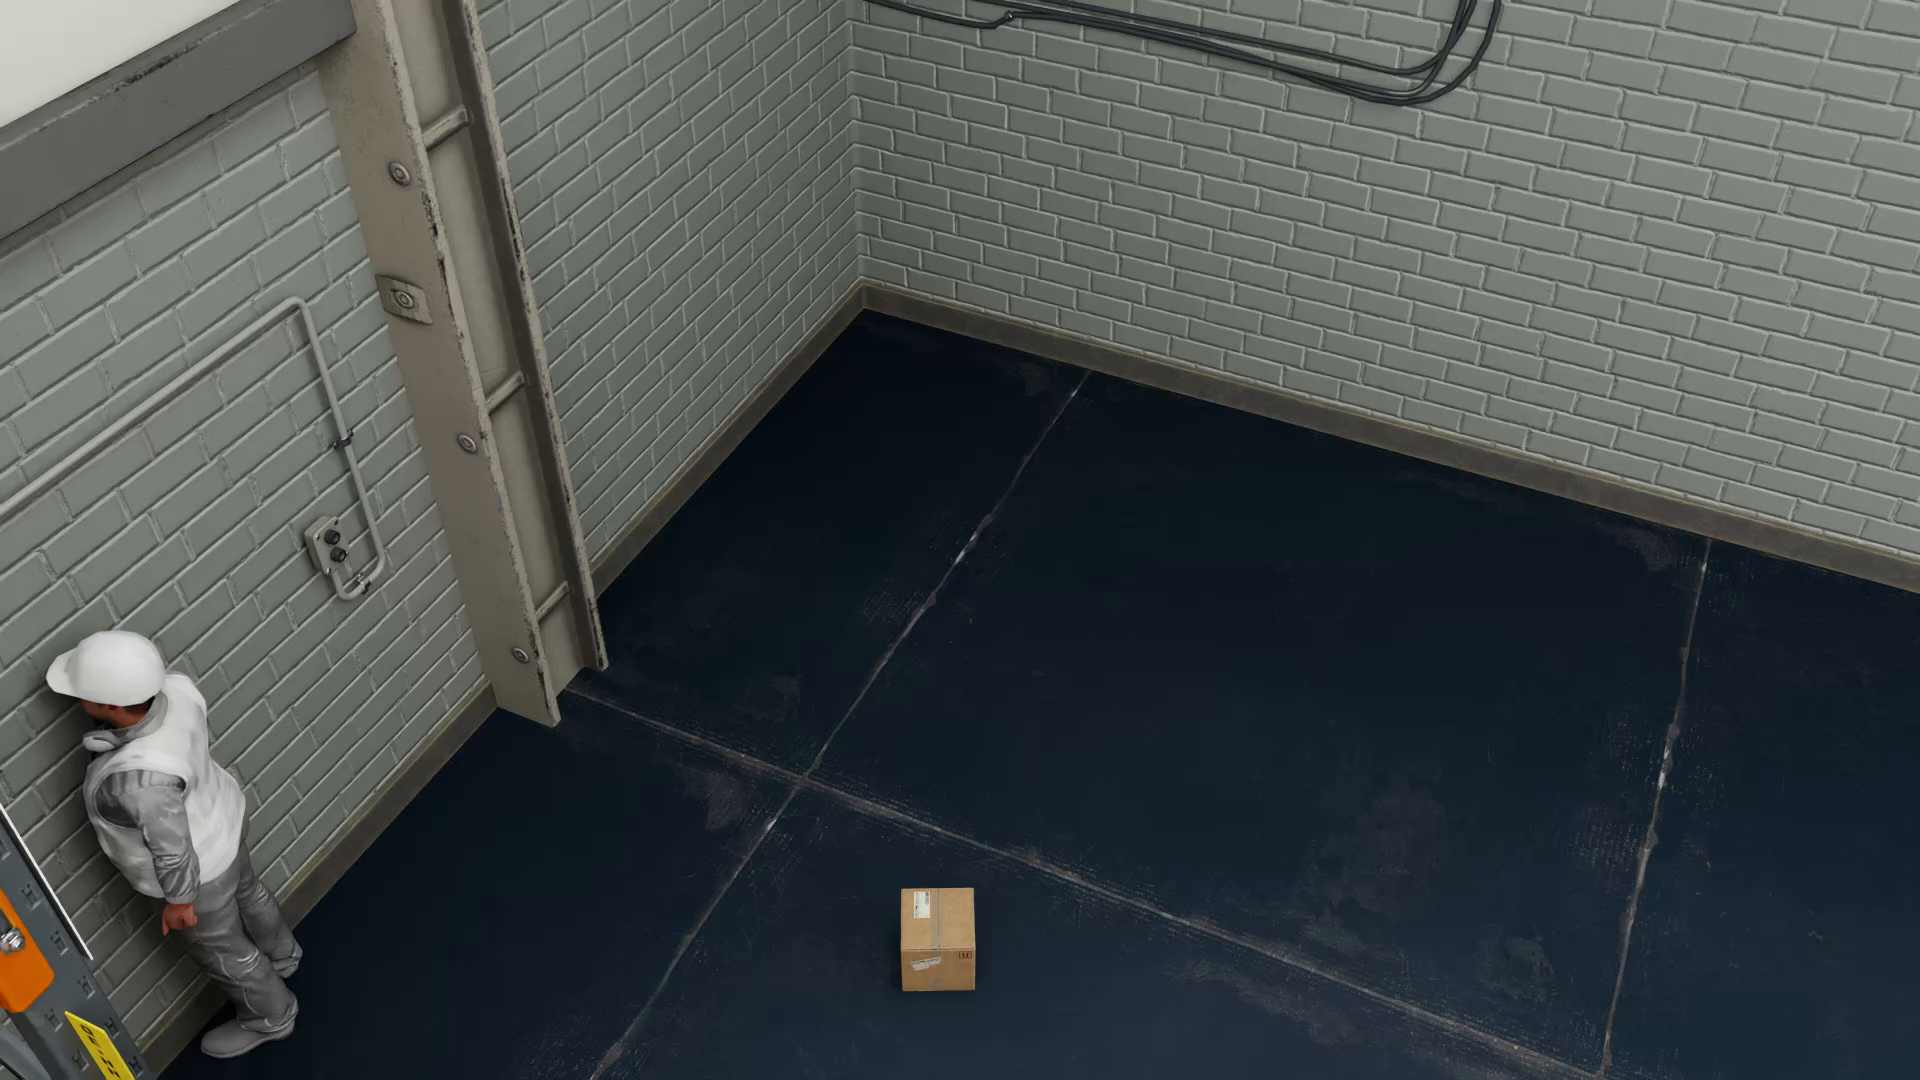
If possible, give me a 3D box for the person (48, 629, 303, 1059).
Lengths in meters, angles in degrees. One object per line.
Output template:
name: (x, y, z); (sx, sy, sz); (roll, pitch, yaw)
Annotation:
person: (-2.377, 0.933, 5.093); (0.370, 1.774, 0.524); (-8, 42, -8)
